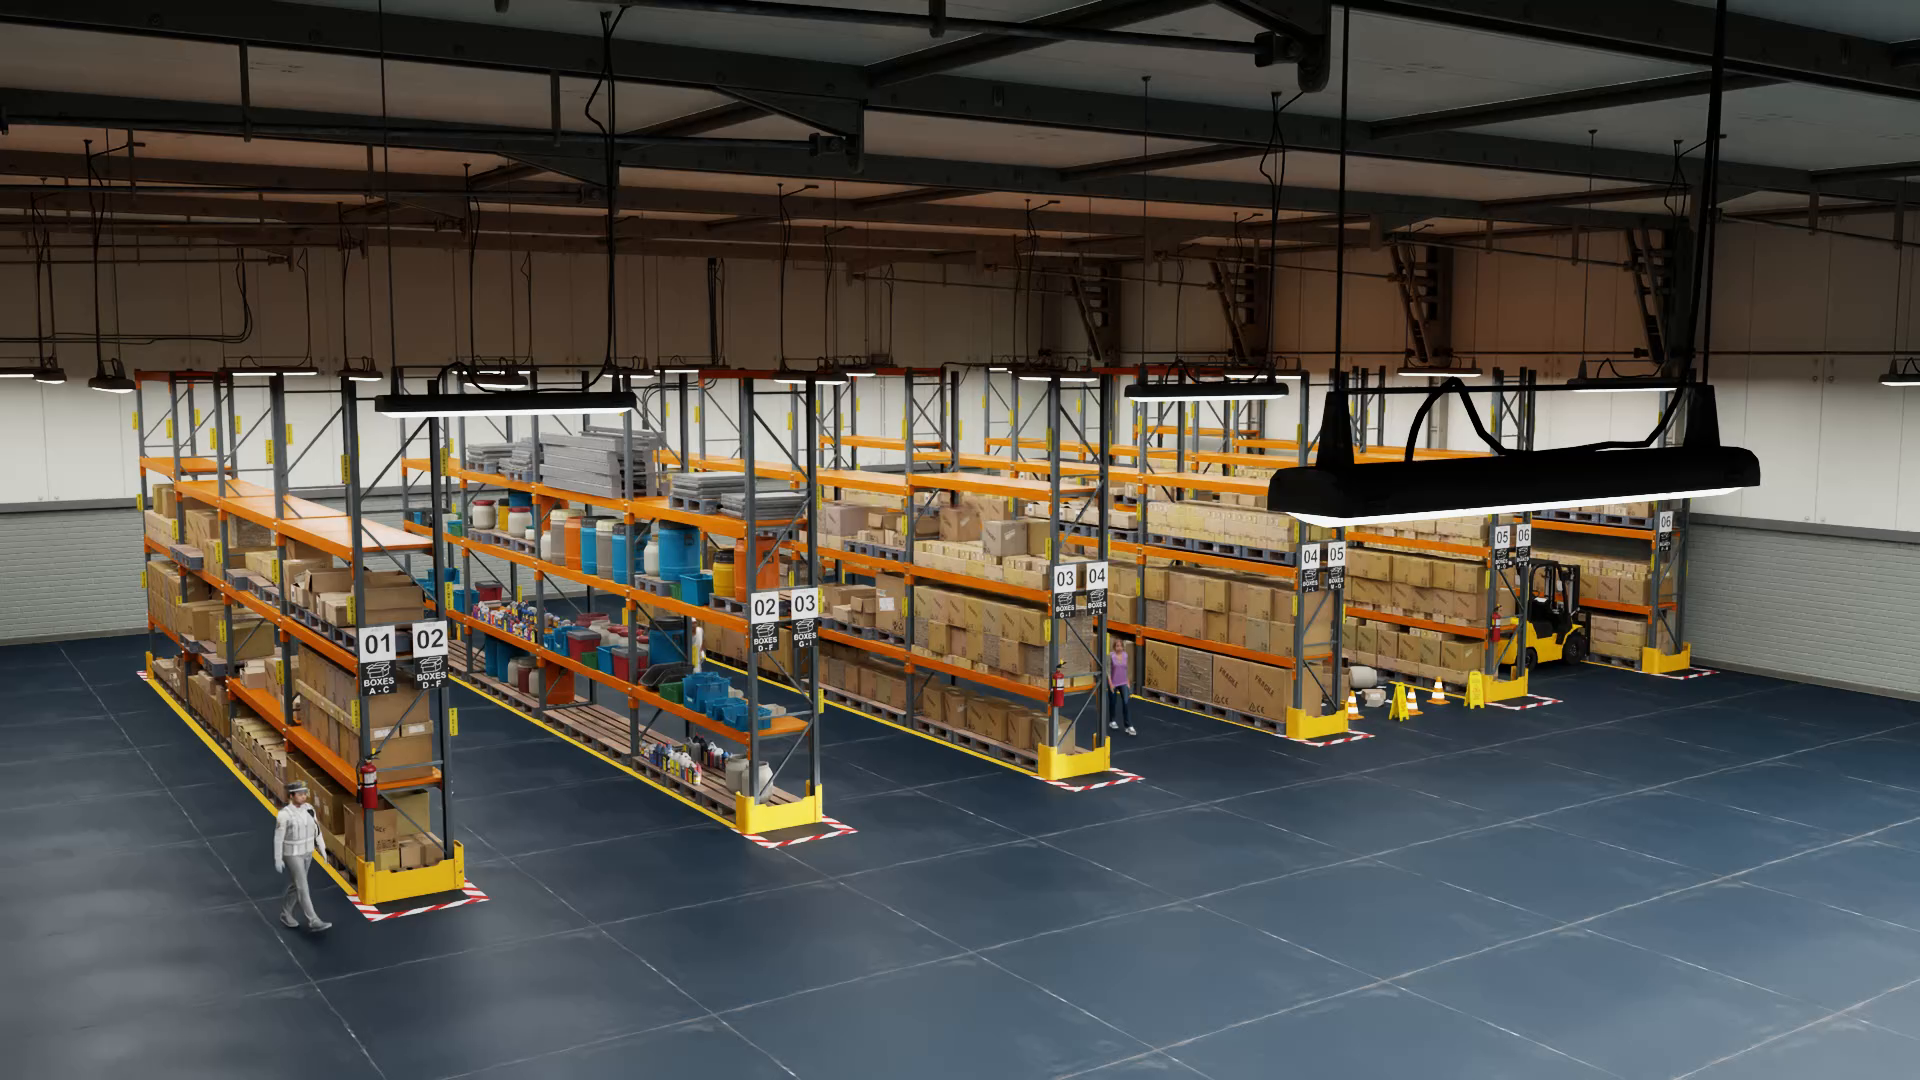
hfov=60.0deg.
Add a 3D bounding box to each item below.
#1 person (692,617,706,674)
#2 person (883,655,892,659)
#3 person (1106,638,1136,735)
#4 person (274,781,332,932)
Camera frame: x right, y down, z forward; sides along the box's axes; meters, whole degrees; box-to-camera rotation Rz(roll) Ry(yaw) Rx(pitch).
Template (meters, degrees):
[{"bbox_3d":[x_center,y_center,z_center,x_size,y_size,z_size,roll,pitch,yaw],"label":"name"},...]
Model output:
[{"bbox_3d":[-4.835,2.154,29.659,0.681,1.685,0.649,-3,7,-24],"label":"person"},{"bbox_3d":[-1.204,1.655,33.849,0.589,1.718,1.084,-5,8,-36],"label":"person"},{"bbox_3d":[2.650,2.415,27.664,0.448,1.563,0.856,-1,6,-5],"label":"person"},{"bbox_3d":[-7.166,3.455,18.230,0.848,1.657,0.519,3,7,26],"label":"person"}]
